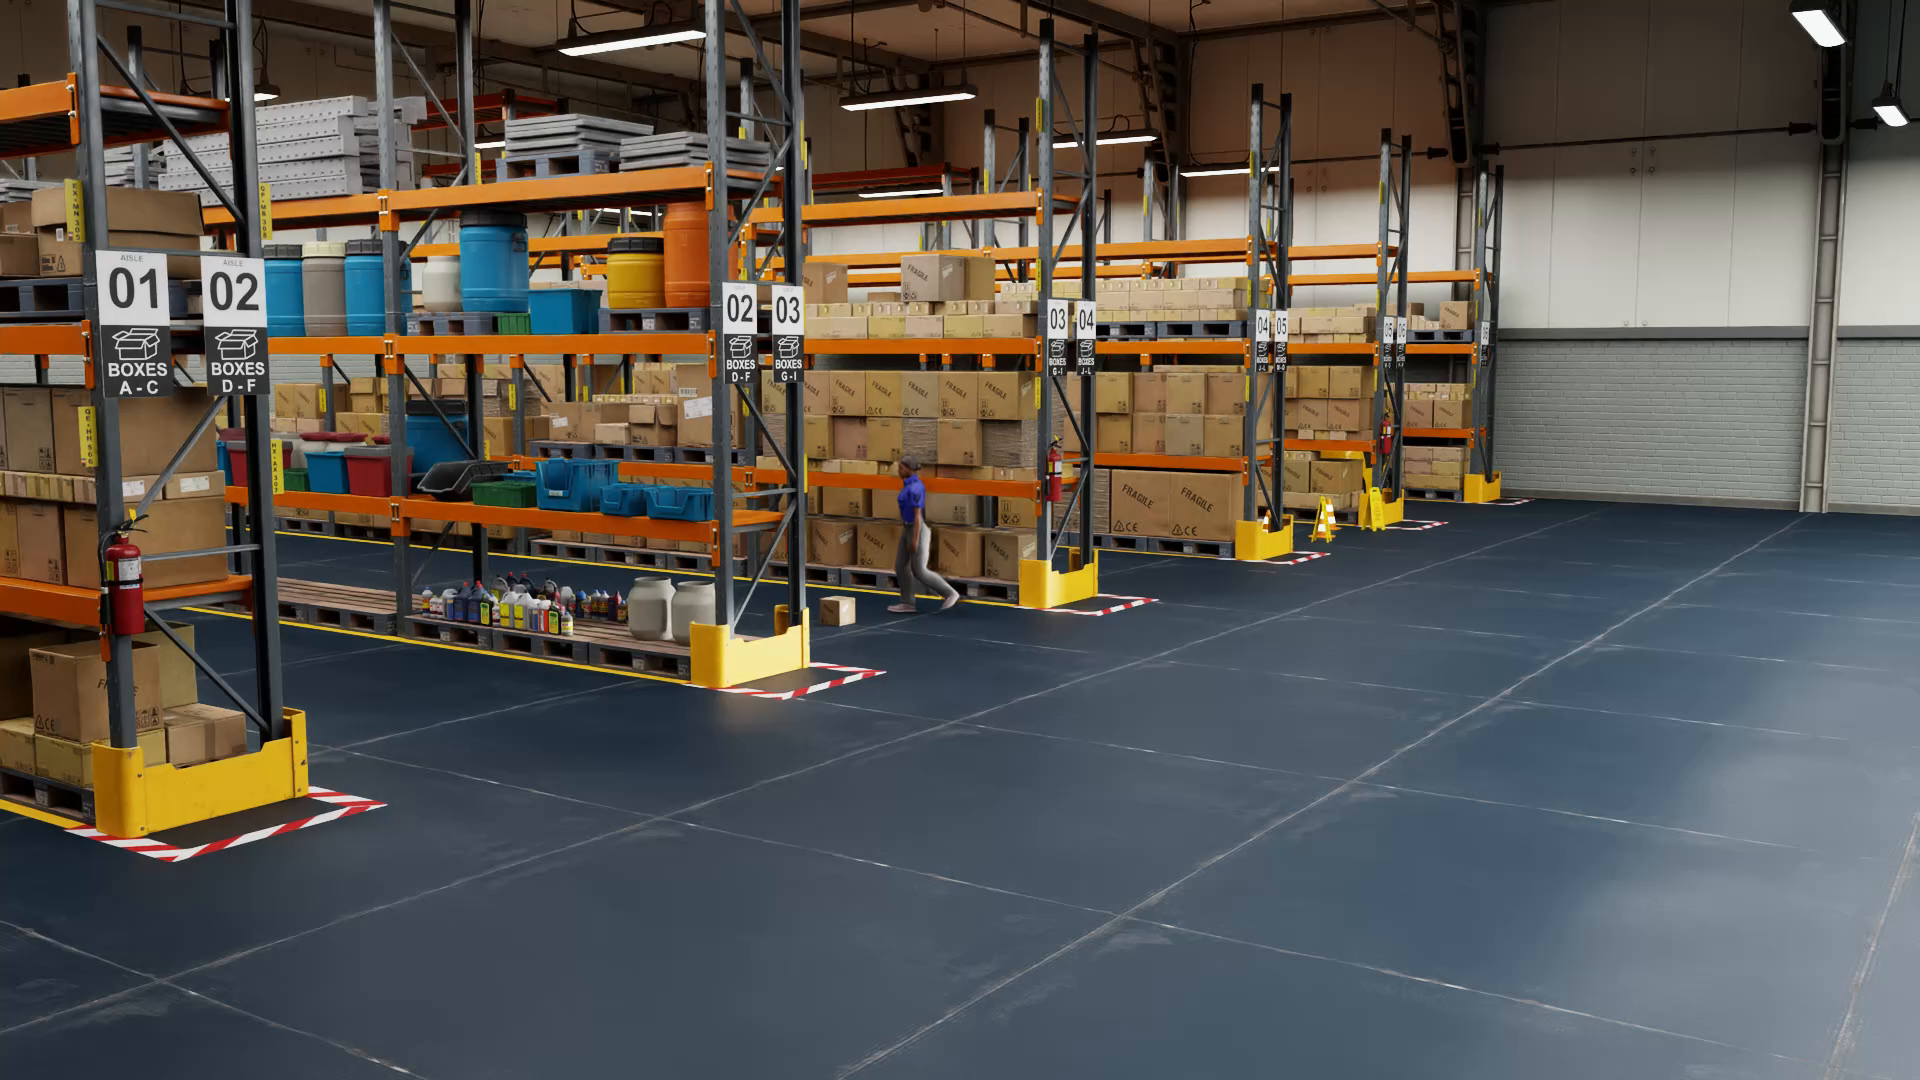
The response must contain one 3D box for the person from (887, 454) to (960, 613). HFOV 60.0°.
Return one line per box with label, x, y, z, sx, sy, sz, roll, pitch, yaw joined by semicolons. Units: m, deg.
person;-0.362;-0.058;16.827;0.696;1.627;0.533;-2;7;-14
